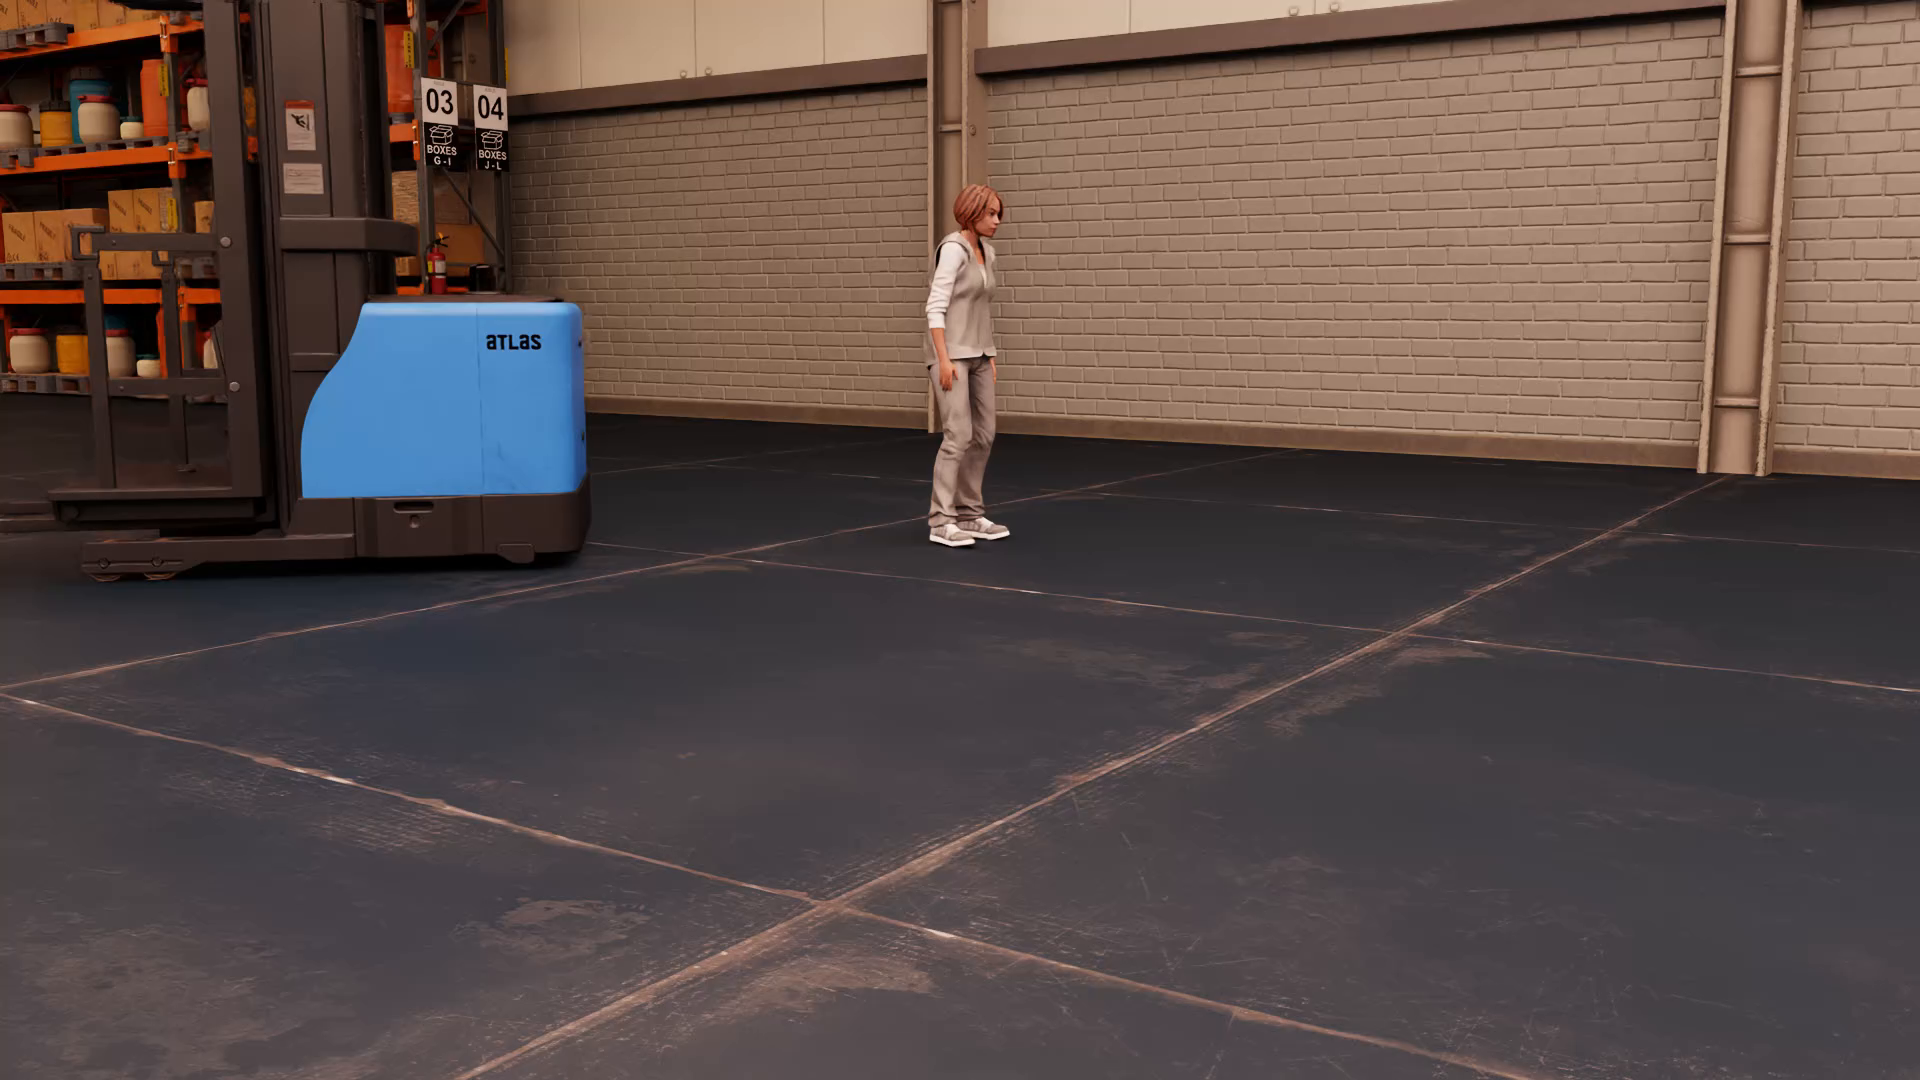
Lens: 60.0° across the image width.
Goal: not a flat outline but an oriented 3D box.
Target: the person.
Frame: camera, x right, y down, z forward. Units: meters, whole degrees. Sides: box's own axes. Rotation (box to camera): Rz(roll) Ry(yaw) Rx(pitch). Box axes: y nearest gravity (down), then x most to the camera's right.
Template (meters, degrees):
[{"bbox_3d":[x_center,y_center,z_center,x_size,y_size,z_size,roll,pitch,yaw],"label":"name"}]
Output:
[{"bbox_3d":[0.021,-0.781,7.486,0.344,1.581,0.467,5,10,32],"label":"person"}]

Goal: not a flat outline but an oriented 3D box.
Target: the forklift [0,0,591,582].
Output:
[{"bbox_3d":[-3.123,-1.368,6.811,3.031,2.935,1.130,-1,8,-10],"label":"forklift"}]
